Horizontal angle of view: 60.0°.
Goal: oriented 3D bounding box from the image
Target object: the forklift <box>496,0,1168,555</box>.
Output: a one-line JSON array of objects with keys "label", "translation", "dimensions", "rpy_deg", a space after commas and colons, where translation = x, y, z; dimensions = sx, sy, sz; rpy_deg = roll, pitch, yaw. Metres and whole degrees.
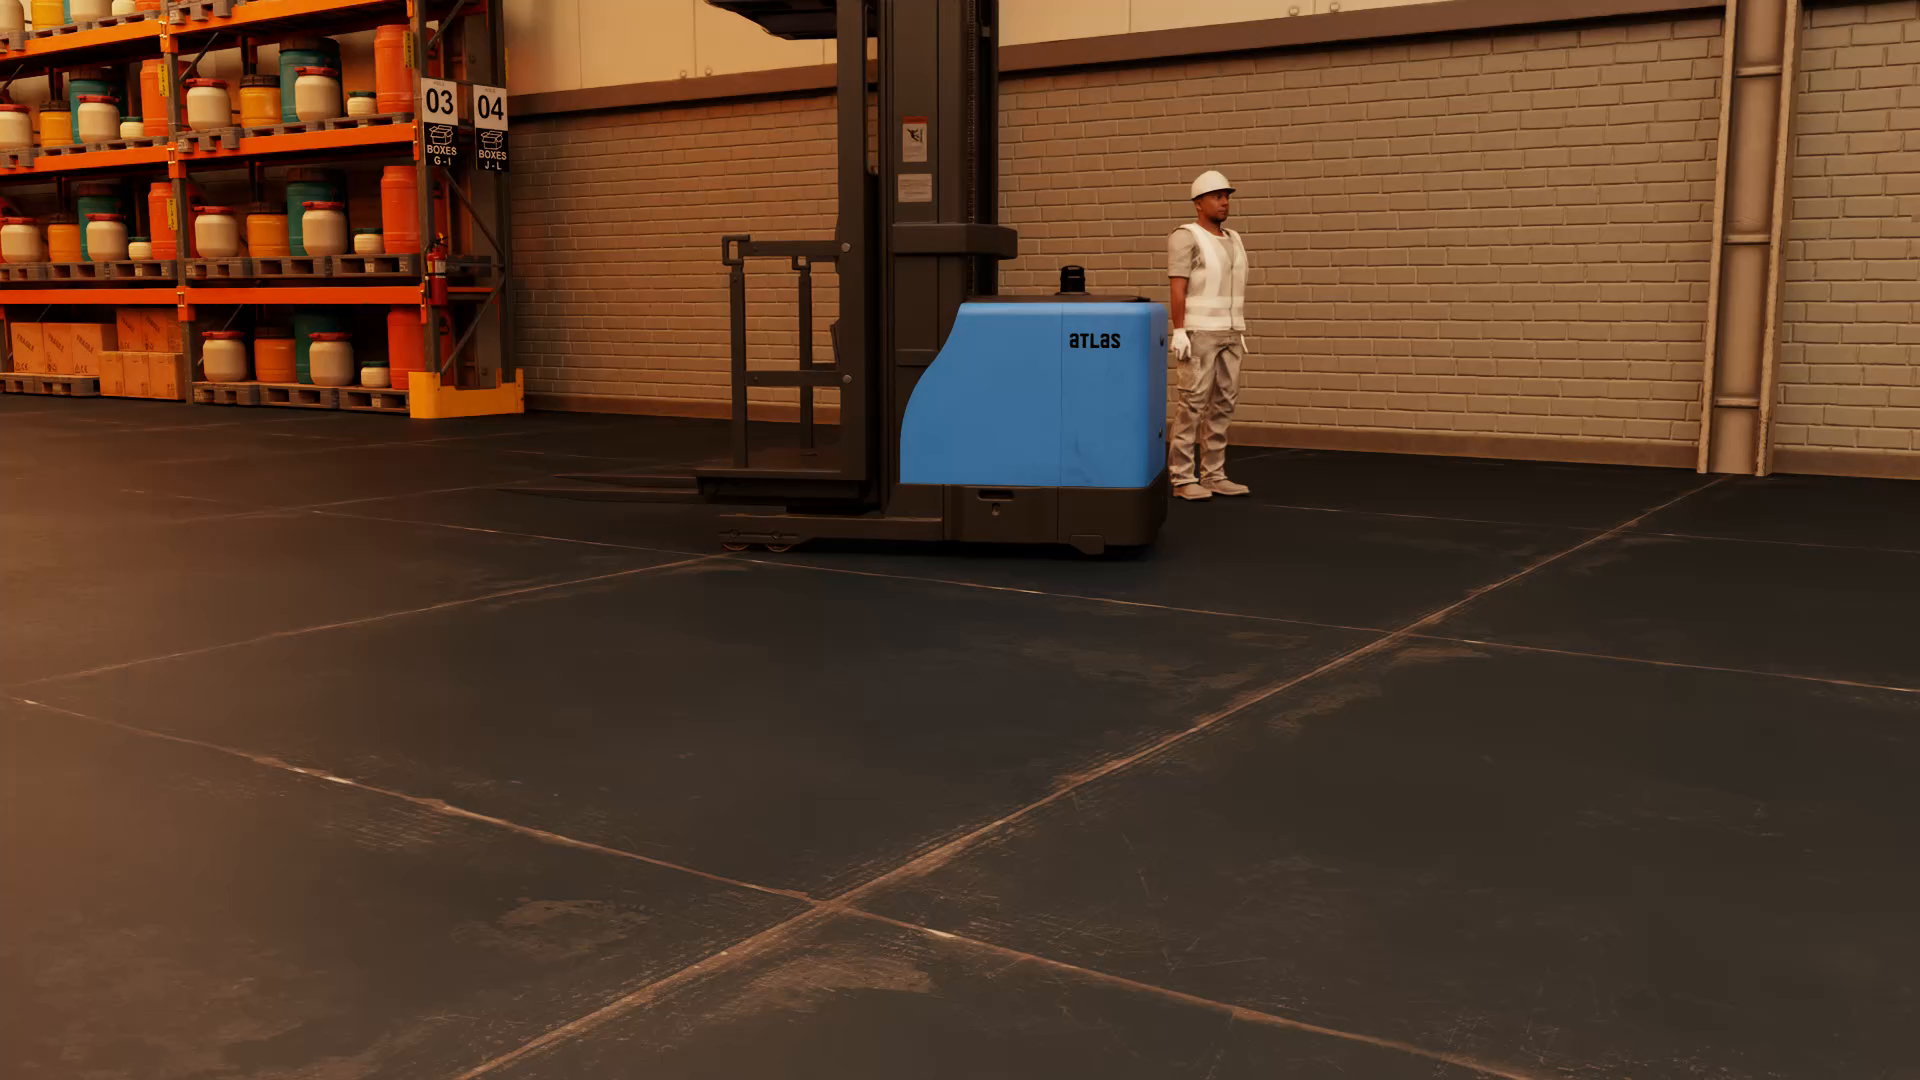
[{"label": "forklift", "translation": [-0.596, -1.469, 7.520], "dimensions": [3.031, 2.935, 1.130], "rpy_deg": [2, 8, 12]}]

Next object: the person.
[{"label": "person", "translation": [1.388, -1.128, 9.195], "dimensions": [0.566, 1.789, 0.361], "rpy_deg": [-7, 11, -42]}]
